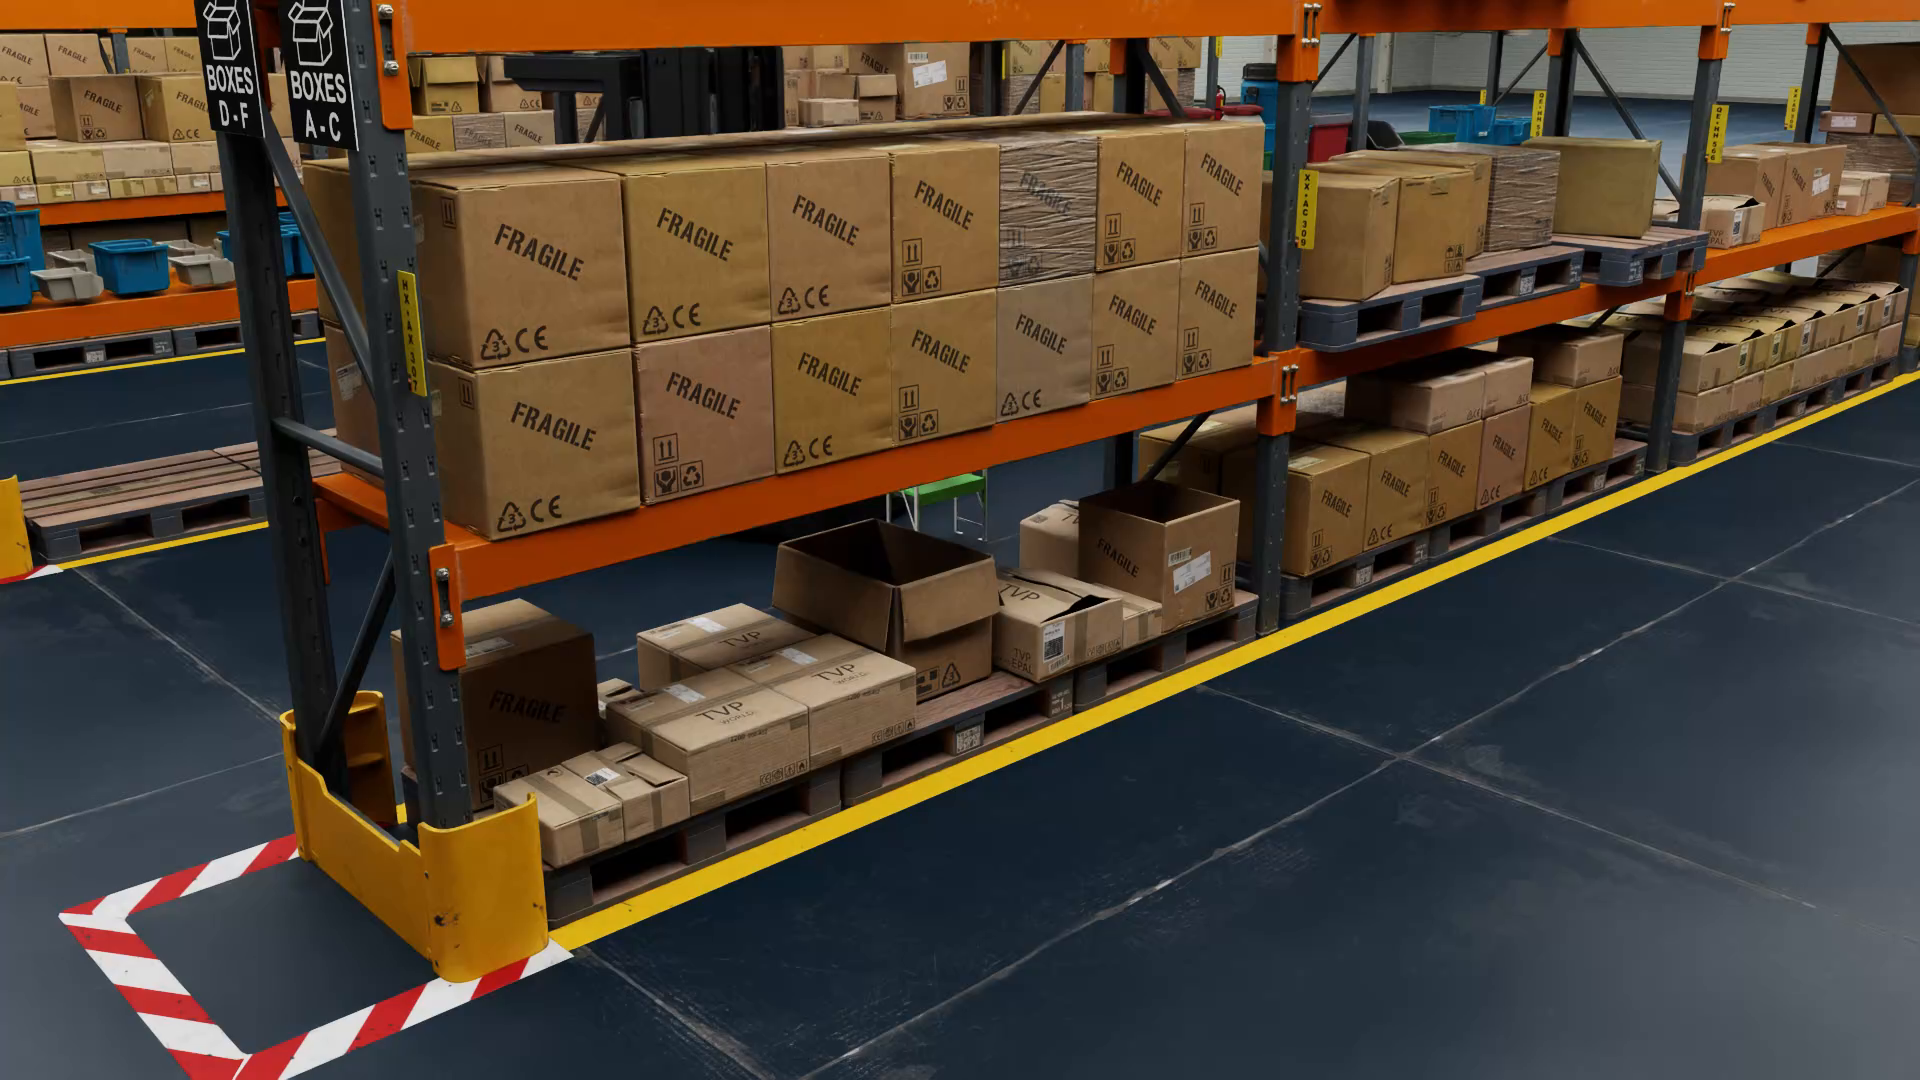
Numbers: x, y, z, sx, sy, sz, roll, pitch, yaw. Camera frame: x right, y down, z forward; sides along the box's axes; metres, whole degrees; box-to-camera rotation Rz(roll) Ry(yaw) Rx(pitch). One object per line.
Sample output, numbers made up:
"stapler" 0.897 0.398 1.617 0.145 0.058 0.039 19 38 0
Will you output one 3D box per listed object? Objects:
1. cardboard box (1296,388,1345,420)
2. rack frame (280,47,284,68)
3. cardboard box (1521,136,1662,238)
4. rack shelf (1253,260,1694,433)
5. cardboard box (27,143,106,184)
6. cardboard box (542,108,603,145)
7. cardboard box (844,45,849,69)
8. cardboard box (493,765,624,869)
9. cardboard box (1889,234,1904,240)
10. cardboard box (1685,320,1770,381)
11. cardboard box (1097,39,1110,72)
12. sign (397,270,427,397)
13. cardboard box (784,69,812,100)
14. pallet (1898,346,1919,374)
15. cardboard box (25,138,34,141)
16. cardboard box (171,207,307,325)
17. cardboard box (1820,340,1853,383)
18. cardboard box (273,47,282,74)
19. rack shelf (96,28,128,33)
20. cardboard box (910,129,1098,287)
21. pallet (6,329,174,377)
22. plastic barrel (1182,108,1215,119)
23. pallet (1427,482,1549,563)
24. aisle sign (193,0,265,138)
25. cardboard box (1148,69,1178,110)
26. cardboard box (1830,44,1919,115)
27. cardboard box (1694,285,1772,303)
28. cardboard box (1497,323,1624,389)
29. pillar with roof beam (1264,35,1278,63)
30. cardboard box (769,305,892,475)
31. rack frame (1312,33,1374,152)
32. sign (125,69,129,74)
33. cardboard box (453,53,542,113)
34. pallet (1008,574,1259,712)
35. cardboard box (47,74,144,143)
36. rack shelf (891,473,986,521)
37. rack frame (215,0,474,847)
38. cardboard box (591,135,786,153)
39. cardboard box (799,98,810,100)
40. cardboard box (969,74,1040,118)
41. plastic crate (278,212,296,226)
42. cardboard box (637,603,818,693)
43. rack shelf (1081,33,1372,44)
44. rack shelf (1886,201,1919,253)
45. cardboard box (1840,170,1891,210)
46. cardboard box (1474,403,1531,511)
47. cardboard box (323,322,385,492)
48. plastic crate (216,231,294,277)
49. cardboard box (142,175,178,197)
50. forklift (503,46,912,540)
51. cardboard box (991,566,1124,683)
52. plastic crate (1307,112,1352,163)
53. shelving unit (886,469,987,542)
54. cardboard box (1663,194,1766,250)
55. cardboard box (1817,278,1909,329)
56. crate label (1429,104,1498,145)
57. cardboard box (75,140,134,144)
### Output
"cardboard box" 1.973 -0.501 9.007 0.500 0.500 0.500 -16 24 -40
"rack frame" -9.624 -6.392 23.837 0.127 3.000 1.000 -16 24 -41
"cardboard box" 3.608 -2.039 9.568 0.700 0.500 0.500 9 20 26
"rack shelf" 2.535 -1.185 8.942 4.000 0.370 1.077 -16 24 -41
"cardboard box" -6.978 -2.917 12.878 0.500 0.250 0.500 -17 24 -42
"cardboard box" -3.745 -3.844 15.815 0.500 0.500 0.500 17 25 42
"cardboard box" -1.765 -7.148 24.173 0.500 0.550 0.875 -16 24 -41
"cardboard box" -1.285 0.880 5.317 0.250 0.149 0.380 -16 24 -41
"cardboard box" 7.804 -2.183 13.415 0.500 0.500 0.500 -16 24 -41
"cardboard box" 4.946 -1.268 10.899 0.500 0.311 0.500 -17 25 -42
"cardboard box" 1.674 -6.043 20.493 0.500 0.500 0.500 -16 24 -41
"sign" -1.452 -0.546 4.401 0.005 0.325 0.100 -16 24 -41
"cardboard box" -2.599 -6.426 23.697 0.550 0.550 0.875 -16 24 -41
"pallet" 7.501 -1.631 13.673 1.213 0.211 1.003 -16 24 -41
"cardboard box" -9.685 -4.063 17.060 0.380 0.149 0.250 17 25 42
"cardboard box" -6.256 -2.391 14.260 0.875 0.875 0.875 -16 24 -41
"cardboard box" 6.052 -1.322 11.976 0.500 0.250 0.500 -16 24 -40
"cardboard box" -9.820 -6.747 23.149 0.500 0.500 0.500 -17 25 -42
"rack shelf" -7.603 -5.965 18.823 4.000 0.370 1.077 -16 24 -41
"cardboard box" 0.155 -1.245 6.179 0.500 0.500 0.500 -16 24 -40
"pallet" -7.215 -1.594 13.559 1.213 0.211 1.003 -16 24 -41
"plastic barrel" 2.115 -3.665 15.204 0.433 0.535 0.433 0 18 0
"pallet" 2.533 -0.217 9.313 1.213 0.211 1.003 -16 24 -41
"aisle sign" -2.085 -1.546 4.676 0.004 0.787 0.394 -16 24 -41
"cardboard box" 2.298 -5.813 21.404 0.500 0.500 0.875 -16 24 -41
"cardboard box" 7.213 -3.558 12.831 0.500 0.500 0.700 -16 24 -41
"cardboard box" 5.680 -1.710 12.264 0.500 0.311 0.500 17 25 42
"cardboard box" 3.432 -1.064 9.527 0.500 0.250 0.500 -15 23 -39
"pillar with roof beam" 12.047 -16.228 44.446 0.400 9.000 9.100 -16 24 -41
"cardboard box" -0.583 -0.554 5.669 0.500 0.500 0.500 -16 24 -41
"rack frame" 3.494 -3.909 16.178 0.127 3.000 1.000 -16 24 -41
"sign" -8.678 -4.749 17.364 0.005 0.325 0.100 -16 24 -41
"cardboard box" -4.316 -4.264 15.484 0.637 0.503 0.797 -15 23 -39
"pallet" 0.582 0.369 7.505 1.213 0.211 1.003 -16 24 -41
"cardboard box" -6.983 -3.493 13.439 0.500 0.500 0.500 17 25 42
"rack shelf" -0.120 -0.247 8.785 0.480 0.148 0.258 -16 24 -41
"rack frame" -1.825 -0.256 4.909 0.127 3.000 1.000 -16 24 -41
"cardboard box" -0.950 -1.153 5.893 0.500 0.500 0.500 -15 24 -39
"cardboard box" -1.789 -4.721 18.220 0.396 0.266 0.258 17 25 42
"cardboard box" 0.461 -5.290 19.792 0.500 0.500 0.875 -16 24 -41
"plastic crate" -3.909 -1.808 9.871 0.300 0.233 0.416 -16 24 -41
"cardboard box" -0.888 0.478 6.391 0.500 0.250 0.500 -16 24 -41
"rack shelf" 2.041 -4.570 14.519 4.000 0.370 1.077 -16 24 -41
"rack shelf" 8.348 -2.880 14.170 4.000 0.370 1.077 -16 24 -41
"cardboard box" 6.567 -2.613 12.423 0.500 0.250 0.500 -14 23 -37
"cardboard box" 2.716 -0.498 8.997 0.500 0.500 0.500 17 24 42
"cardboard box" -1.686 -0.459 5.375 0.500 0.500 0.500 -15 23 -39
"plastic crate" -3.863 -1.573 9.146 0.300 0.233 0.416 -16 24 -41
"cardboard box" -6.466 -2.848 13.313 0.250 0.149 0.380 -16 24 -40
"forklift" -1.777 -1.657 9.342 3.031 2.935 1.130 8 20 24
"cardboard box" 0.318 0.310 6.812 0.500 0.311 0.500 -16 24 -41
"plastic crate" 3.352 -3.768 15.640 0.583 0.464 0.402 -16 24 -41
"shelving unit" -0.120 -0.536 8.691 0.503 1.200 0.258 -16 24 -41
"cardboard box" 4.771 -2.054 10.602 0.500 0.311 0.500 -17 24 -41
"cardboard box" 6.797 -1.807 12.562 0.500 0.311 0.500 -16 24 -41
"crate label" 5.249 -4.323 17.397 0.616 0.435 0.502 -16 24 -41
"cardboard box" -6.980 -3.138 13.560 0.500 0.250 0.500 -16 24 -39
